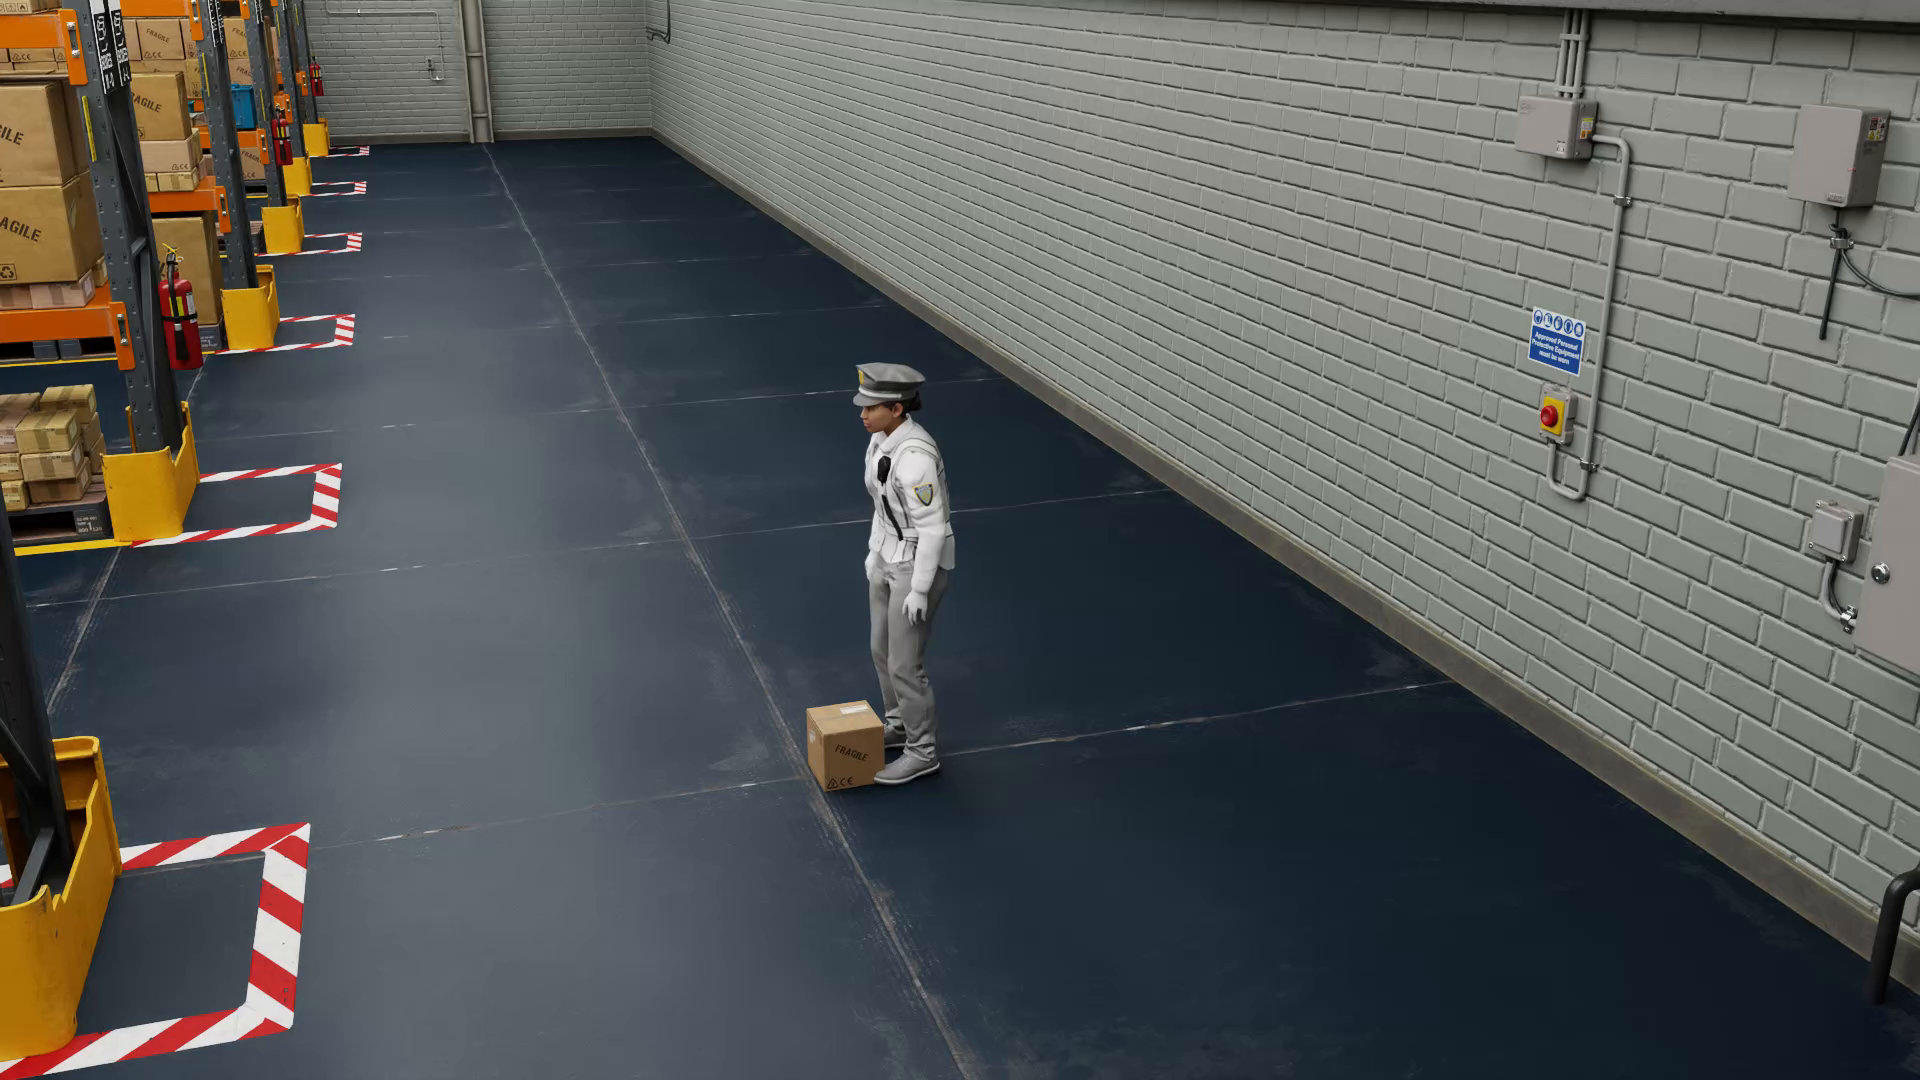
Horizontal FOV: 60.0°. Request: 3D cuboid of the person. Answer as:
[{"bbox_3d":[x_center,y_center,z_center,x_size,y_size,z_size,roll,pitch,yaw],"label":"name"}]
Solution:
[{"bbox_3d":[-0.224,0.124,6.439,0.376,1.663,0.545,-8,21,-21],"label":"person"}]
